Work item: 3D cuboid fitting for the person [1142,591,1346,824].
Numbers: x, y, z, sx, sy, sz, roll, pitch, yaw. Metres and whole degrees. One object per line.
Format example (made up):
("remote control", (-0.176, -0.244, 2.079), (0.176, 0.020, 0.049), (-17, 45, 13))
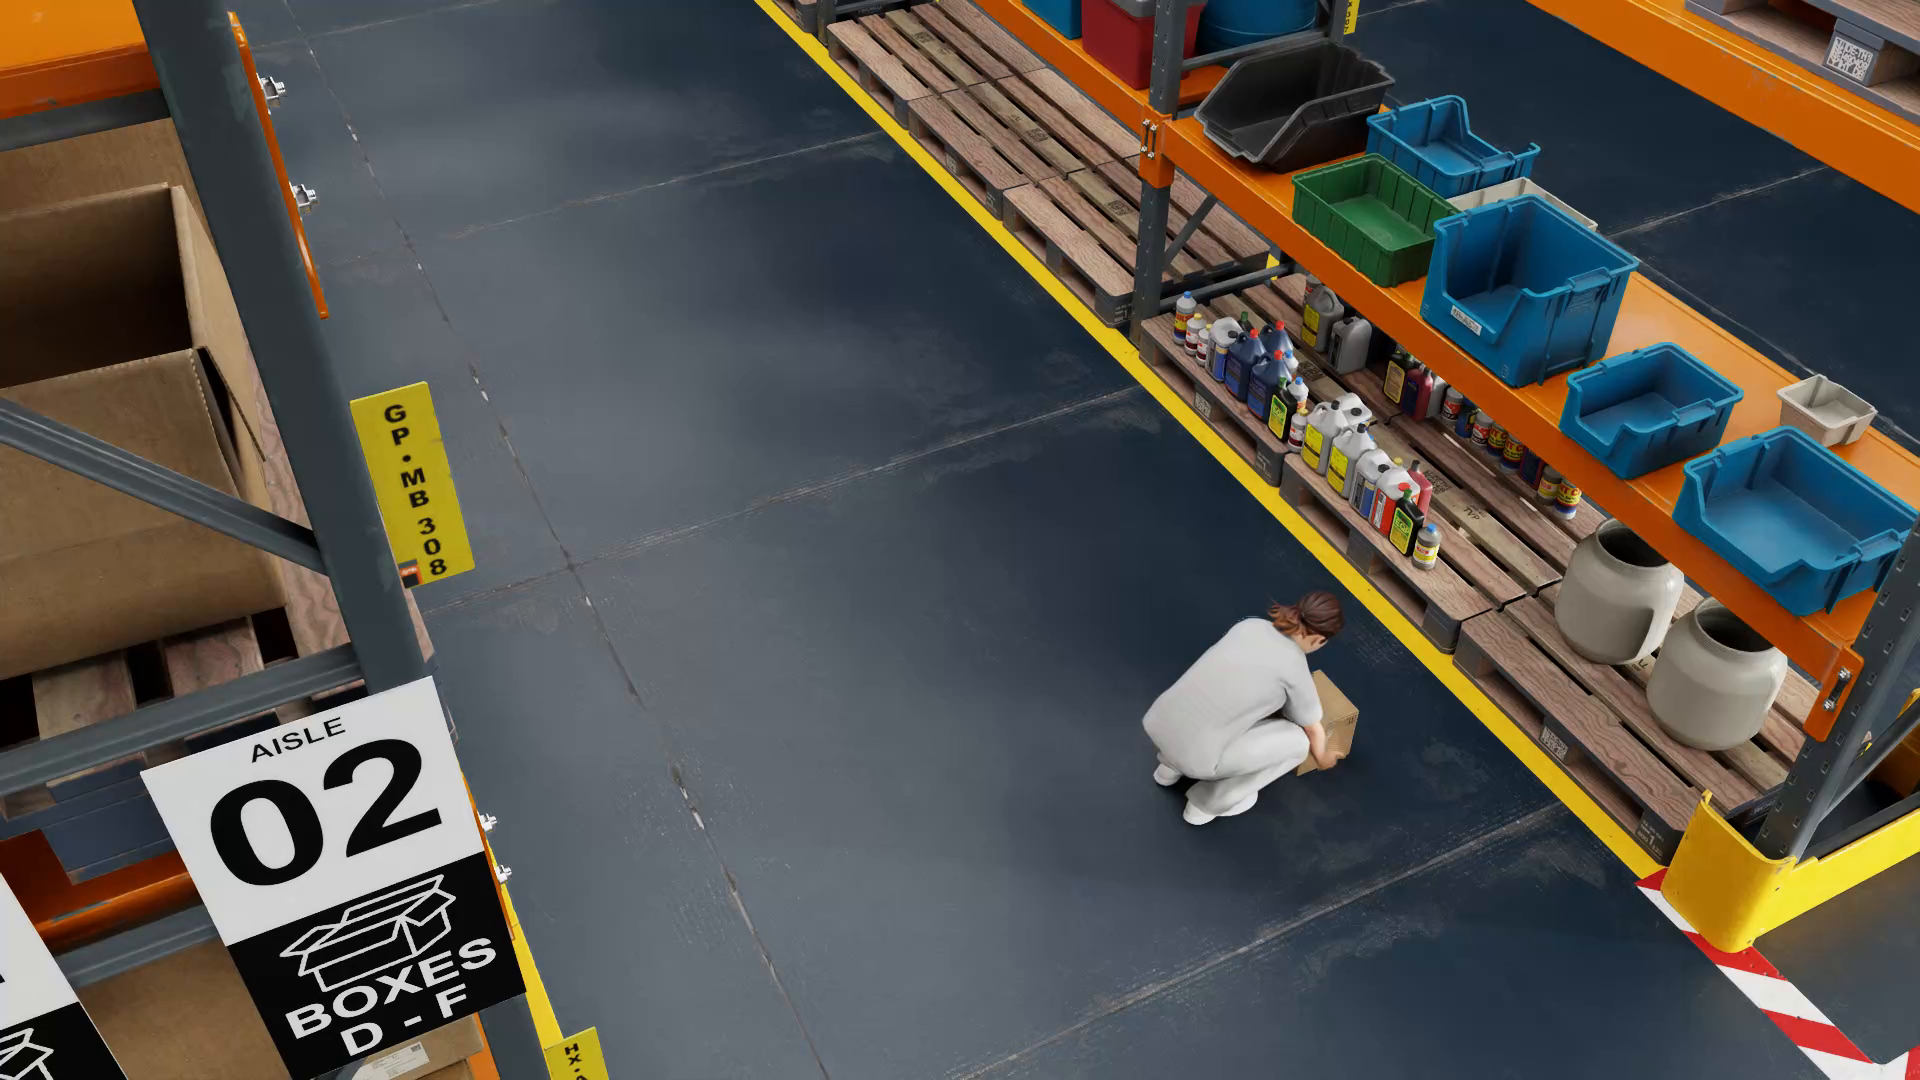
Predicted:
("person", (1.064, 0.627, 6.177), (0.821, 0.810, 0.477), (-19, 45, -20))
